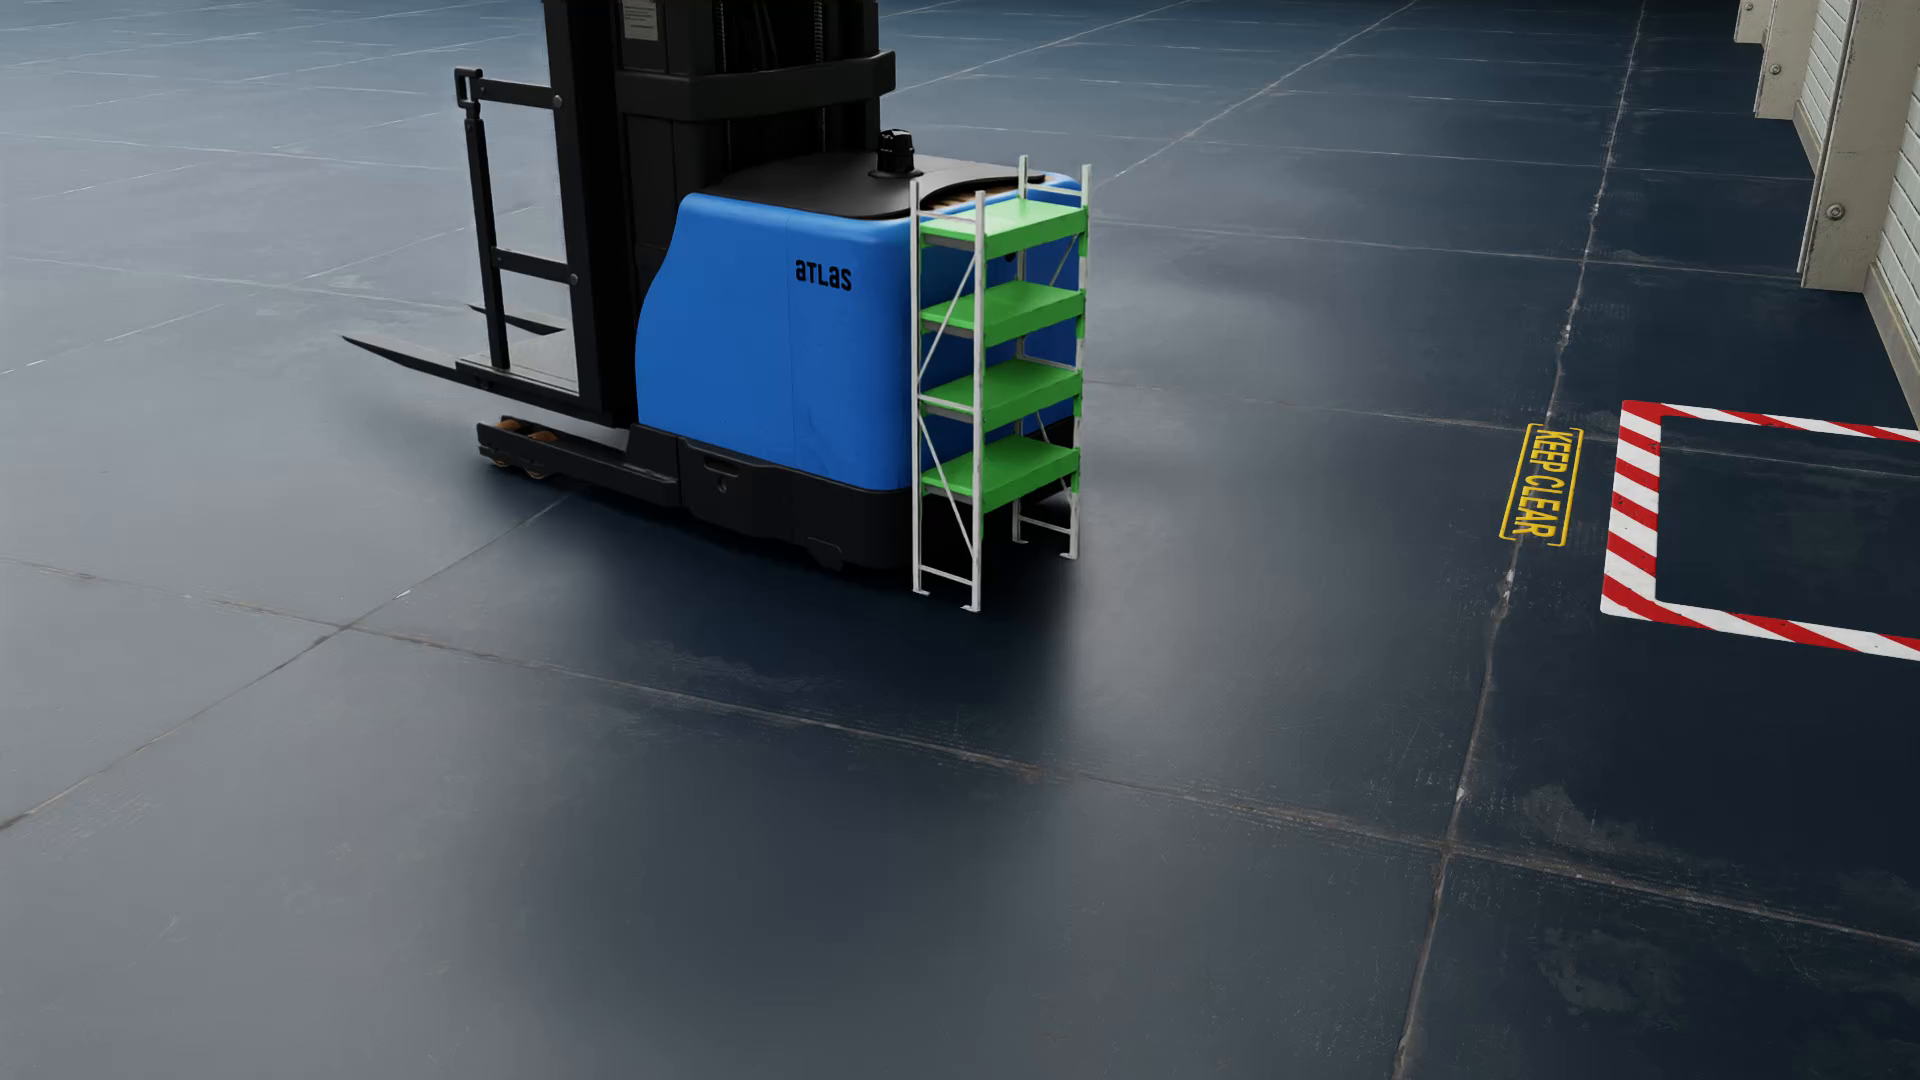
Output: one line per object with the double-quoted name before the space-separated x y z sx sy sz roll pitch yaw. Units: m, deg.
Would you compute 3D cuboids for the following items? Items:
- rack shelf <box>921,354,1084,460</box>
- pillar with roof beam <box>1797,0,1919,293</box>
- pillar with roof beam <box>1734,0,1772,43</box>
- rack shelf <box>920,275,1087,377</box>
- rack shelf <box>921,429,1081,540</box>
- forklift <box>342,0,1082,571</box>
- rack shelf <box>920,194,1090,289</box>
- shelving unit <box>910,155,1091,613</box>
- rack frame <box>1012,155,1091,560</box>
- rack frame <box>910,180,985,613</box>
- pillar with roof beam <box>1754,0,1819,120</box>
"rack shelf" 0.114 -0.390 4.790 0.258 0.148 0.480 17 28 35
"pillar with roof beam" 0.395 -6.070 8.106 9.100 9.000 0.400 9 24 20
"pillar with roof beam" 4.853 -10.364 18.387 9.100 9.000 0.400 9 24 20
"rack shelf" 0.115 -0.611 4.697 0.258 0.148 0.480 17 28 35
"rack shelf" 0.113 -0.169 4.884 0.258 0.148 0.480 17 28 35
"forklift" -1.071 -1.704 5.526 3.031 2.935 1.130 17 28 35
"rack shelf" 0.117 -0.832 4.604 0.258 0.148 0.480 17 28 35
"shelving unit" 0.115 -0.449 4.766 0.258 1.200 0.503 17 28 35
"rack frame" 0.266 -0.523 4.942 0.240 1.200 0.015 17 28 35
"rack frame" -0.036 -0.375 4.589 0.240 1.200 0.015 17 28 35
"pillar with roof beam" 2.624 -8.217 13.246 9.100 9.000 0.400 9 24 20
